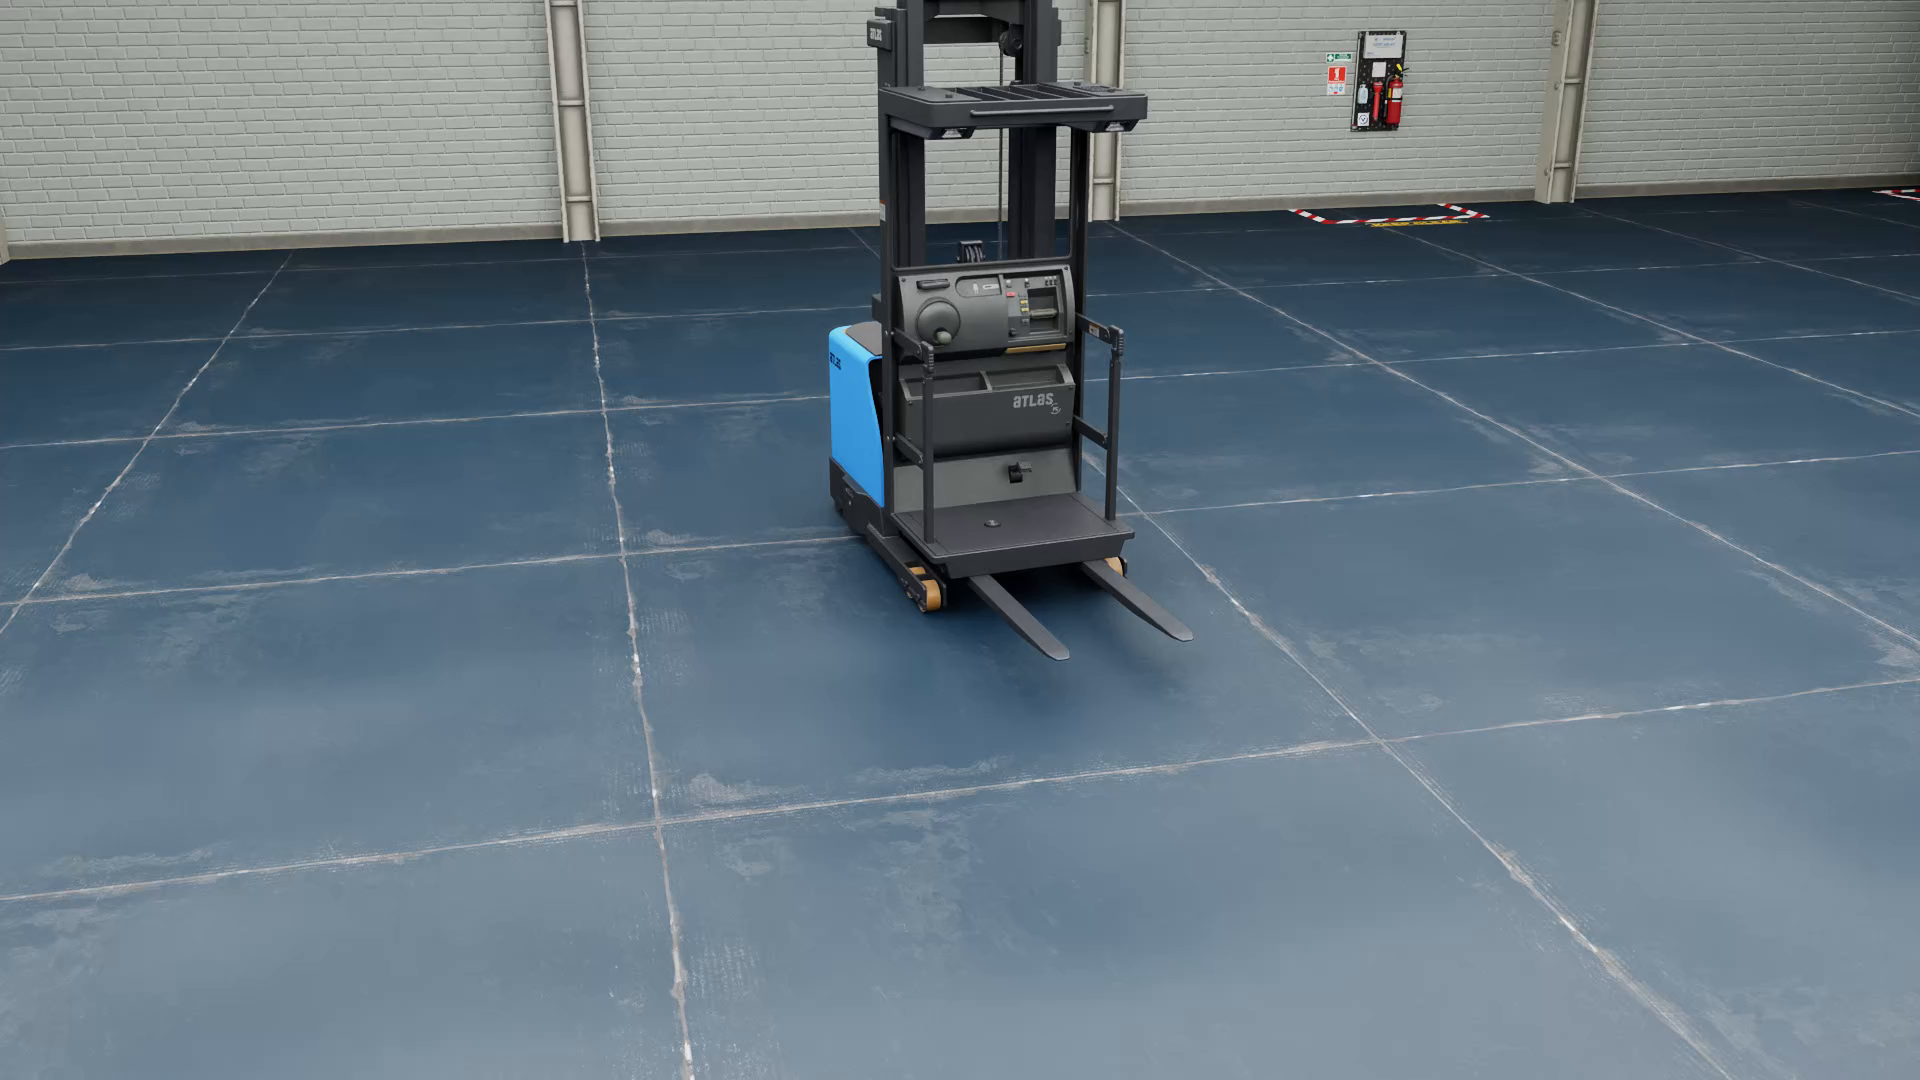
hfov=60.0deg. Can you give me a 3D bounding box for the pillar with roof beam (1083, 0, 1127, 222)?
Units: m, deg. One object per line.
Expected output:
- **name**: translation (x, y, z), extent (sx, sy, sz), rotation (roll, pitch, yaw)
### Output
- **pillar with roof beam**: translation (2.644, -6.587, 14.215), extent (0.400, 9.000, 9.100), rotation (-5, 21, -12)

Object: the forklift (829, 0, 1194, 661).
- **forklift**: translation (0.217, -1.173, 8.254), extent (1.130, 2.935, 3.031), rotation (-7, 21, -19)

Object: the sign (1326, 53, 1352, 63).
- **sign**: translation (4.523, -5.757, 19.848), extent (0.331, 0.109, 0.001), rotation (-5, 21, -12)

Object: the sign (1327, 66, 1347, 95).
- **sign**: translation (4.517, -5.511, 19.947), extent (0.234, 0.329, 0.001), rotation (-5, 21, -12)

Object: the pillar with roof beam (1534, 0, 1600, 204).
- **pillar with roof beam**: translation (8.483, -7.062, 15.511), extent (0.400, 9.000, 9.100), rotation (-5, 21, -12)

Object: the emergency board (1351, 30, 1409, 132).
- **emergency board**: translation (5.079, -5.504, 19.978), extent (0.643, 1.169, 0.194), rotation (-5, 21, -12)

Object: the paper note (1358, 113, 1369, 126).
- **paper note**: translation (4.891, -5.099, 20.154), extent (0.142, 0.148, 0.016), rotation (-5, 21, -12)

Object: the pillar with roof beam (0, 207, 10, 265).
- **pillar with roof beam**: translation (-9.034, -5.638, 11.622), extent (0.400, 9.000, 9.100), rotation (-5, 21, -12)

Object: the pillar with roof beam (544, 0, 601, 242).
- **pillar with roof beam**: translation (-3.195, -6.113, 12.918), extent (0.400, 9.000, 9.100), rotation (-5, 21, -12)
